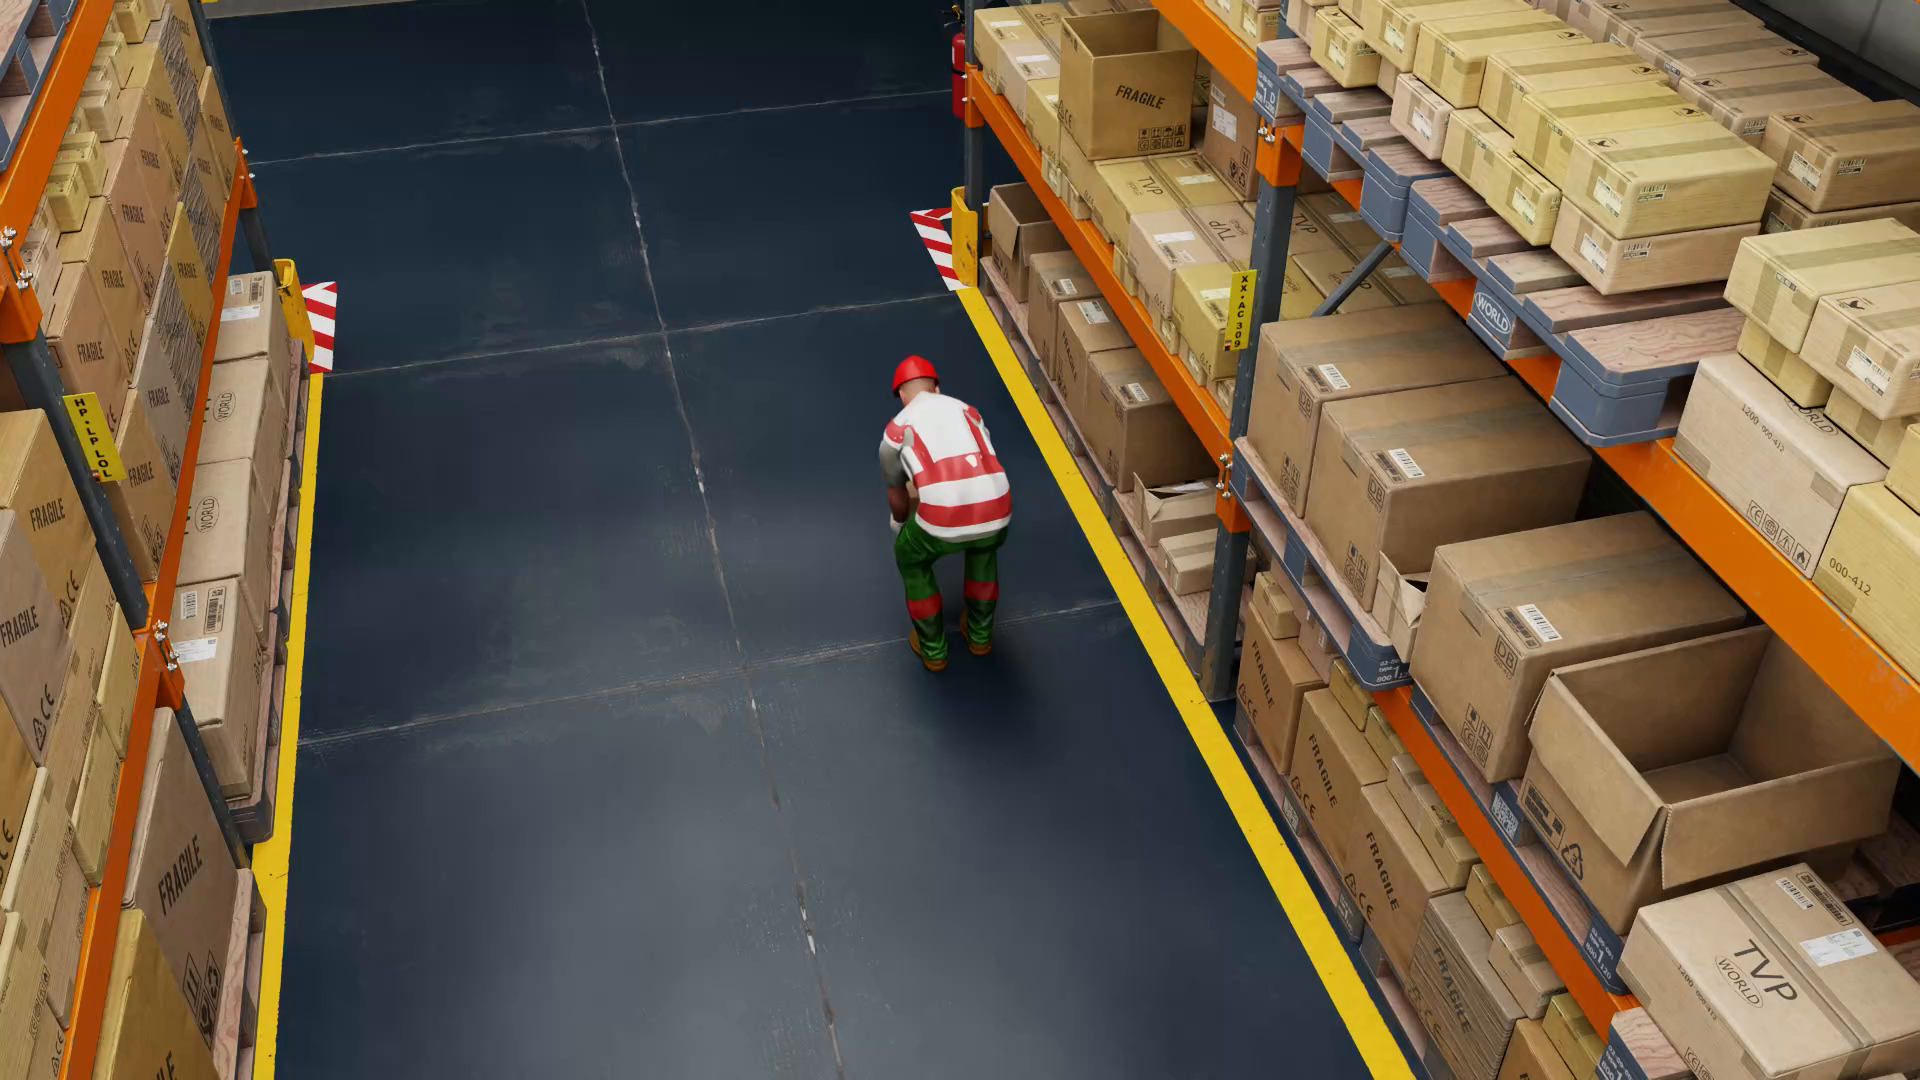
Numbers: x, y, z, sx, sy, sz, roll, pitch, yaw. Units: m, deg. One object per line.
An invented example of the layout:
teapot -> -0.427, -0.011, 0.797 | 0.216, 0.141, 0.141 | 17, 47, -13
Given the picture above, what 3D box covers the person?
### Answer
person -> -0.082, -0.101, 7.298 | 0.508, 1.204, 0.940 | -11, 39, -14
